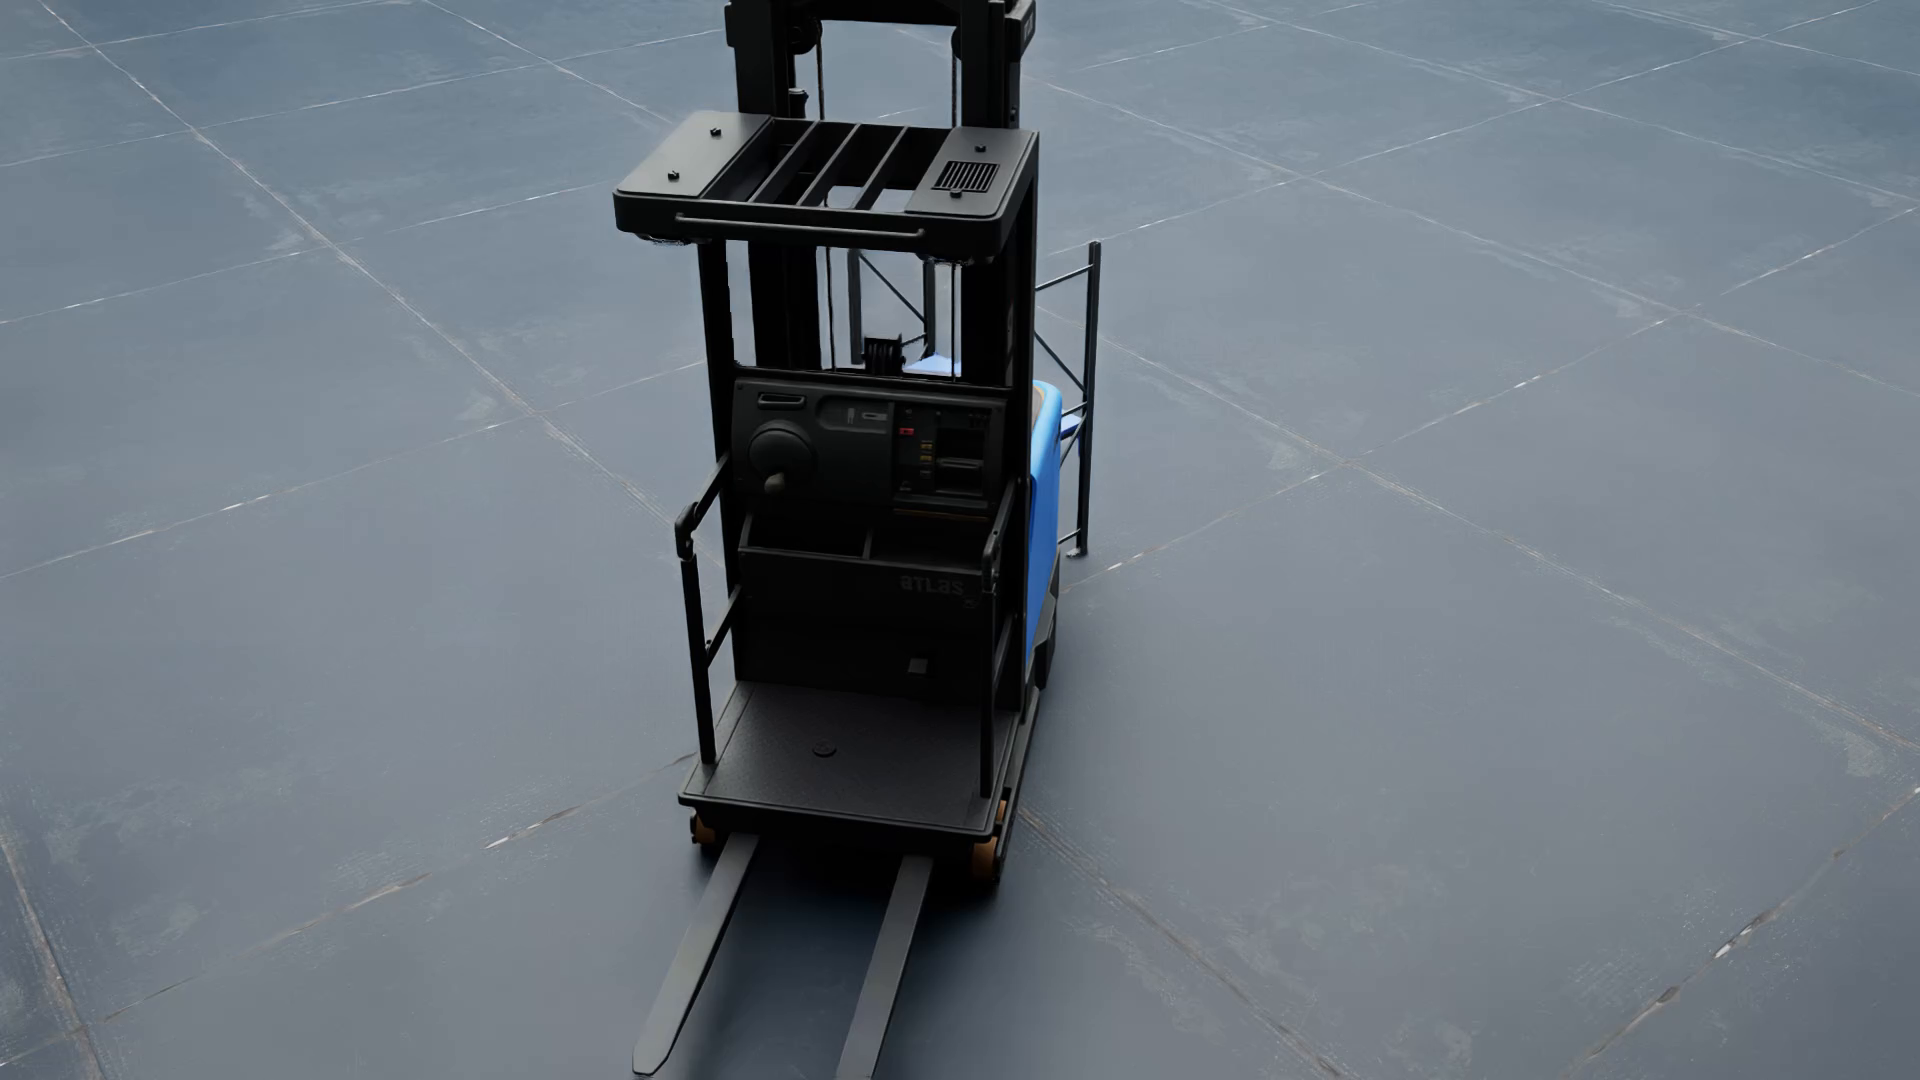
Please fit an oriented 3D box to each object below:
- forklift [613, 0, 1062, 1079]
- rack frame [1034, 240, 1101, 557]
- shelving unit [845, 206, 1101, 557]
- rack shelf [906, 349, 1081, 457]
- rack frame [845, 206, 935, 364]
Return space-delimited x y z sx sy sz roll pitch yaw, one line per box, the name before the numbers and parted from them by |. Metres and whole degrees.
forklift | -0.348 -0.261 5.392 1.130 2.935 3.031 6 32 9
rack frame | 0.397 -0.513 7.155 0.500 1.500 0.032 -27 41 -36
shelving unit | 0.044 -0.706 7.465 0.538 1.500 1.048 -27 41 -36
rack shelf | 0.044 -0.553 7.560 0.538 0.185 1.000 -27 41 -36
rack frame | -0.310 -0.899 7.775 0.500 1.500 0.032 -27 41 -36
